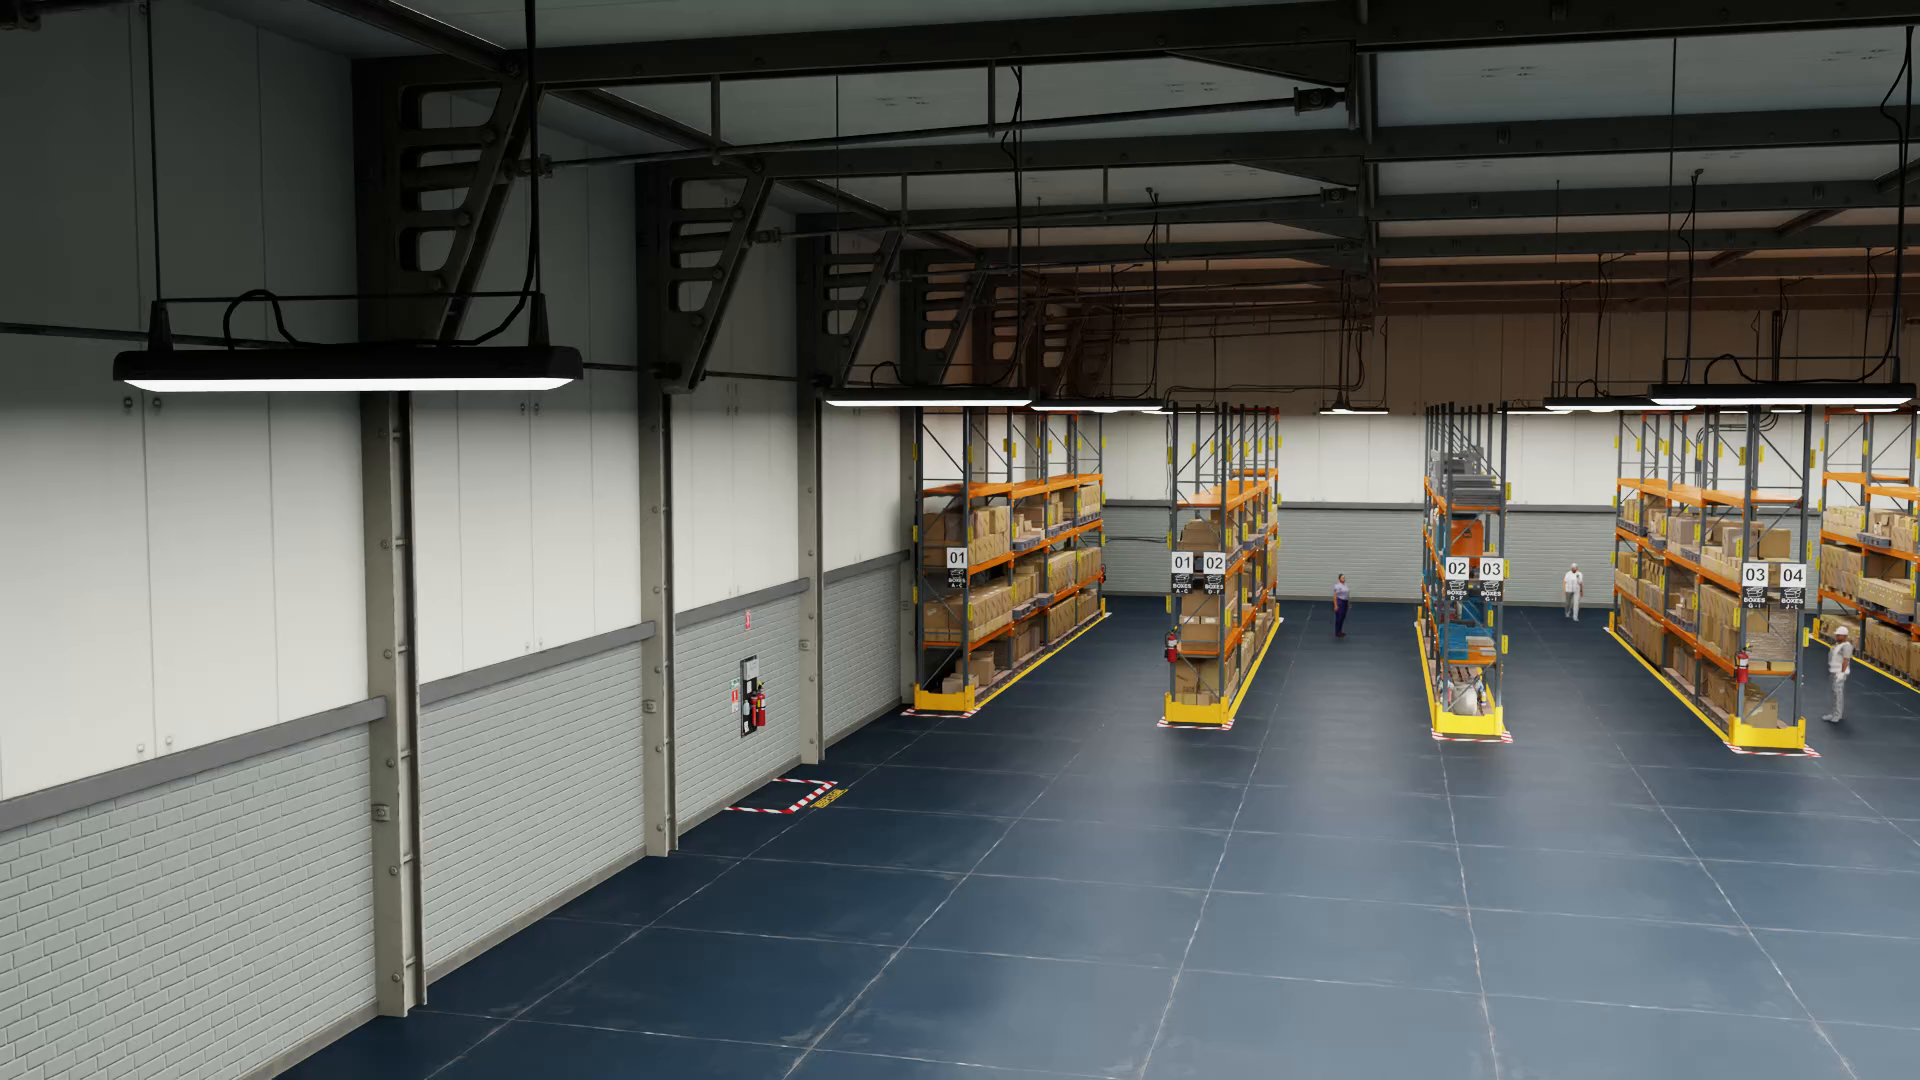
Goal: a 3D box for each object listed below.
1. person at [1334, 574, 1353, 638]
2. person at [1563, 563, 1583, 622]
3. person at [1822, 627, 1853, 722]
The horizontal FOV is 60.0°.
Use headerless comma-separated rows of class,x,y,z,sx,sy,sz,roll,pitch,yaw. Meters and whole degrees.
person,9.965,1.712,43.422,0.403,1.679,0.534,4,6,44
person,17.230,1.452,46.744,0.526,1.623,0.978,1,4,19
person,16.526,2.521,31.322,0.478,1.787,0.616,2,5,22
